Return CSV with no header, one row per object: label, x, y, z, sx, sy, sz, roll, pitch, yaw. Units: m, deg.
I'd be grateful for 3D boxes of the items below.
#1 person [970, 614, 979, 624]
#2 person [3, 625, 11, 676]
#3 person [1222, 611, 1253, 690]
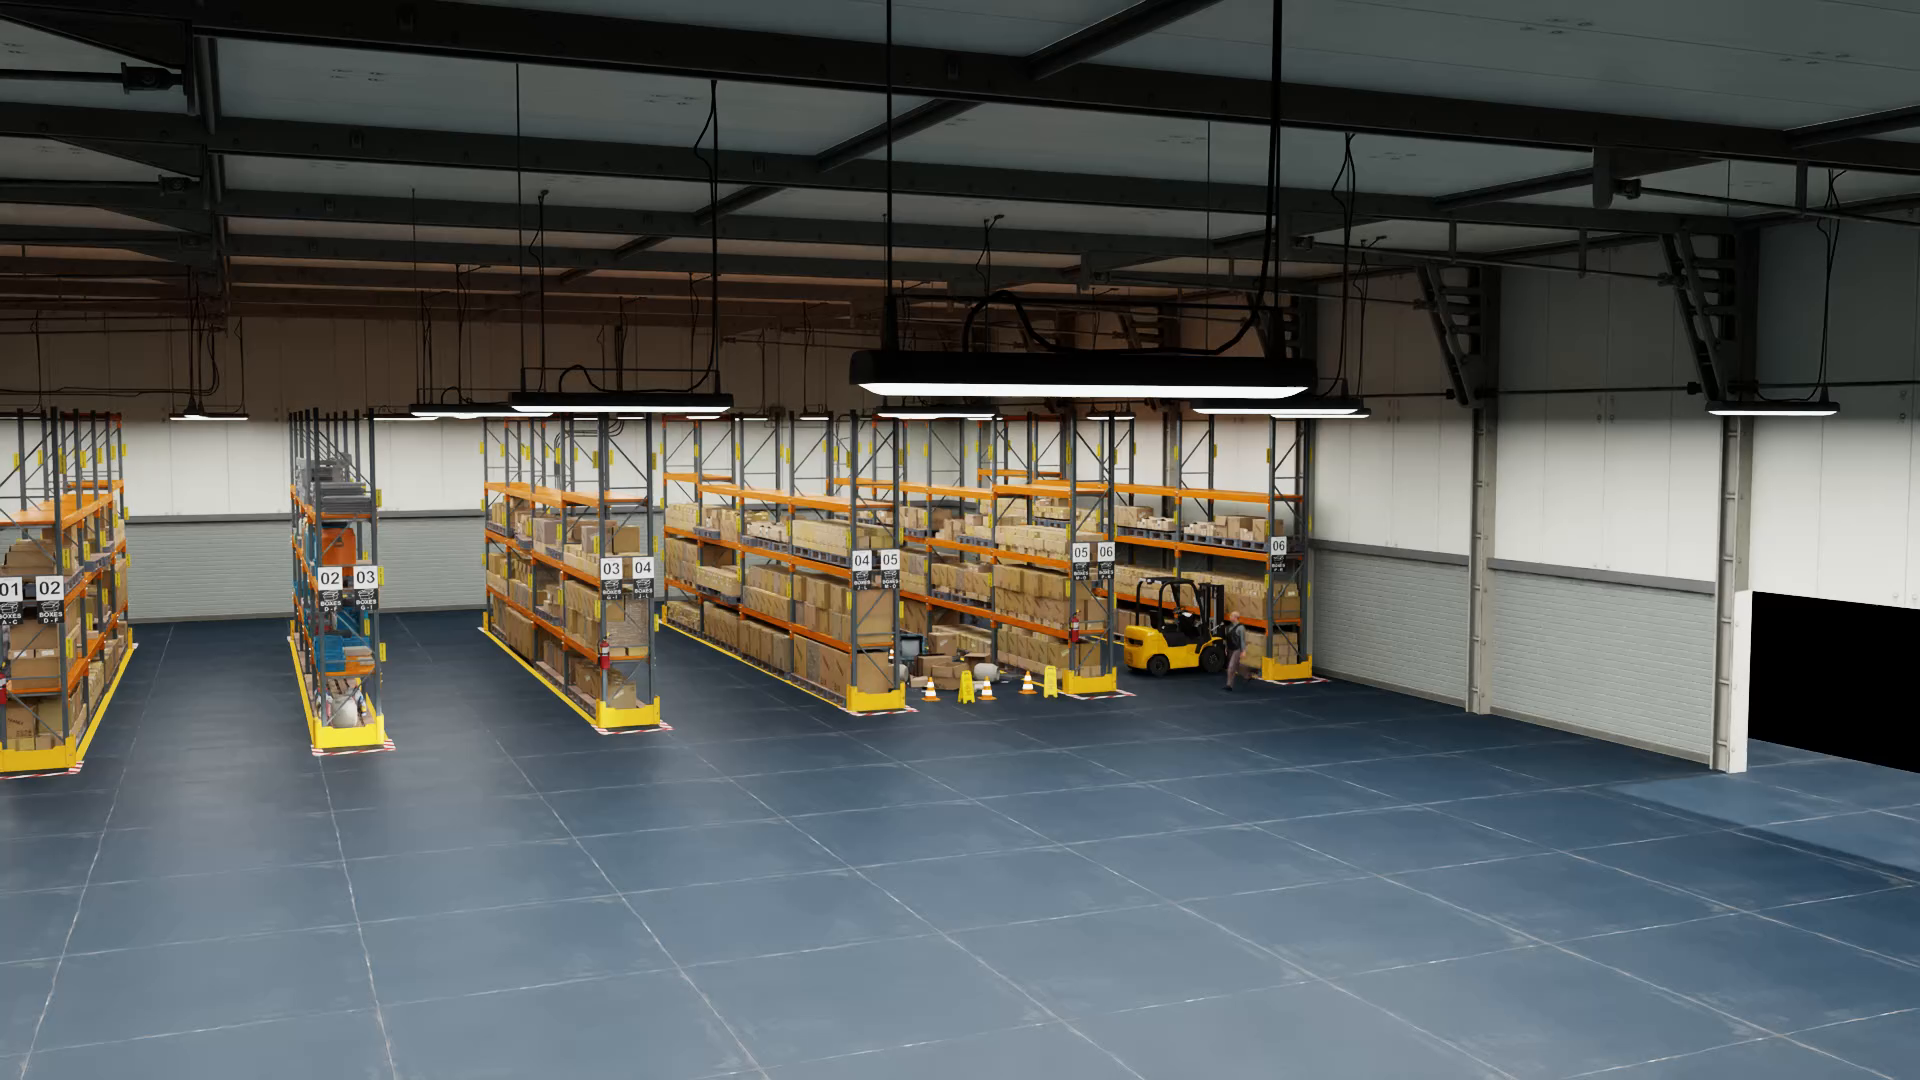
person,0.399,1.568,47.527,0.444,1.657,0.503,2,5,30
person,-21.643,2.272,37.838,0.513,1.639,0.550,-2,5,-29
person,5.969,2.369,35.779,0.964,1.690,0.561,-2,5,-30
